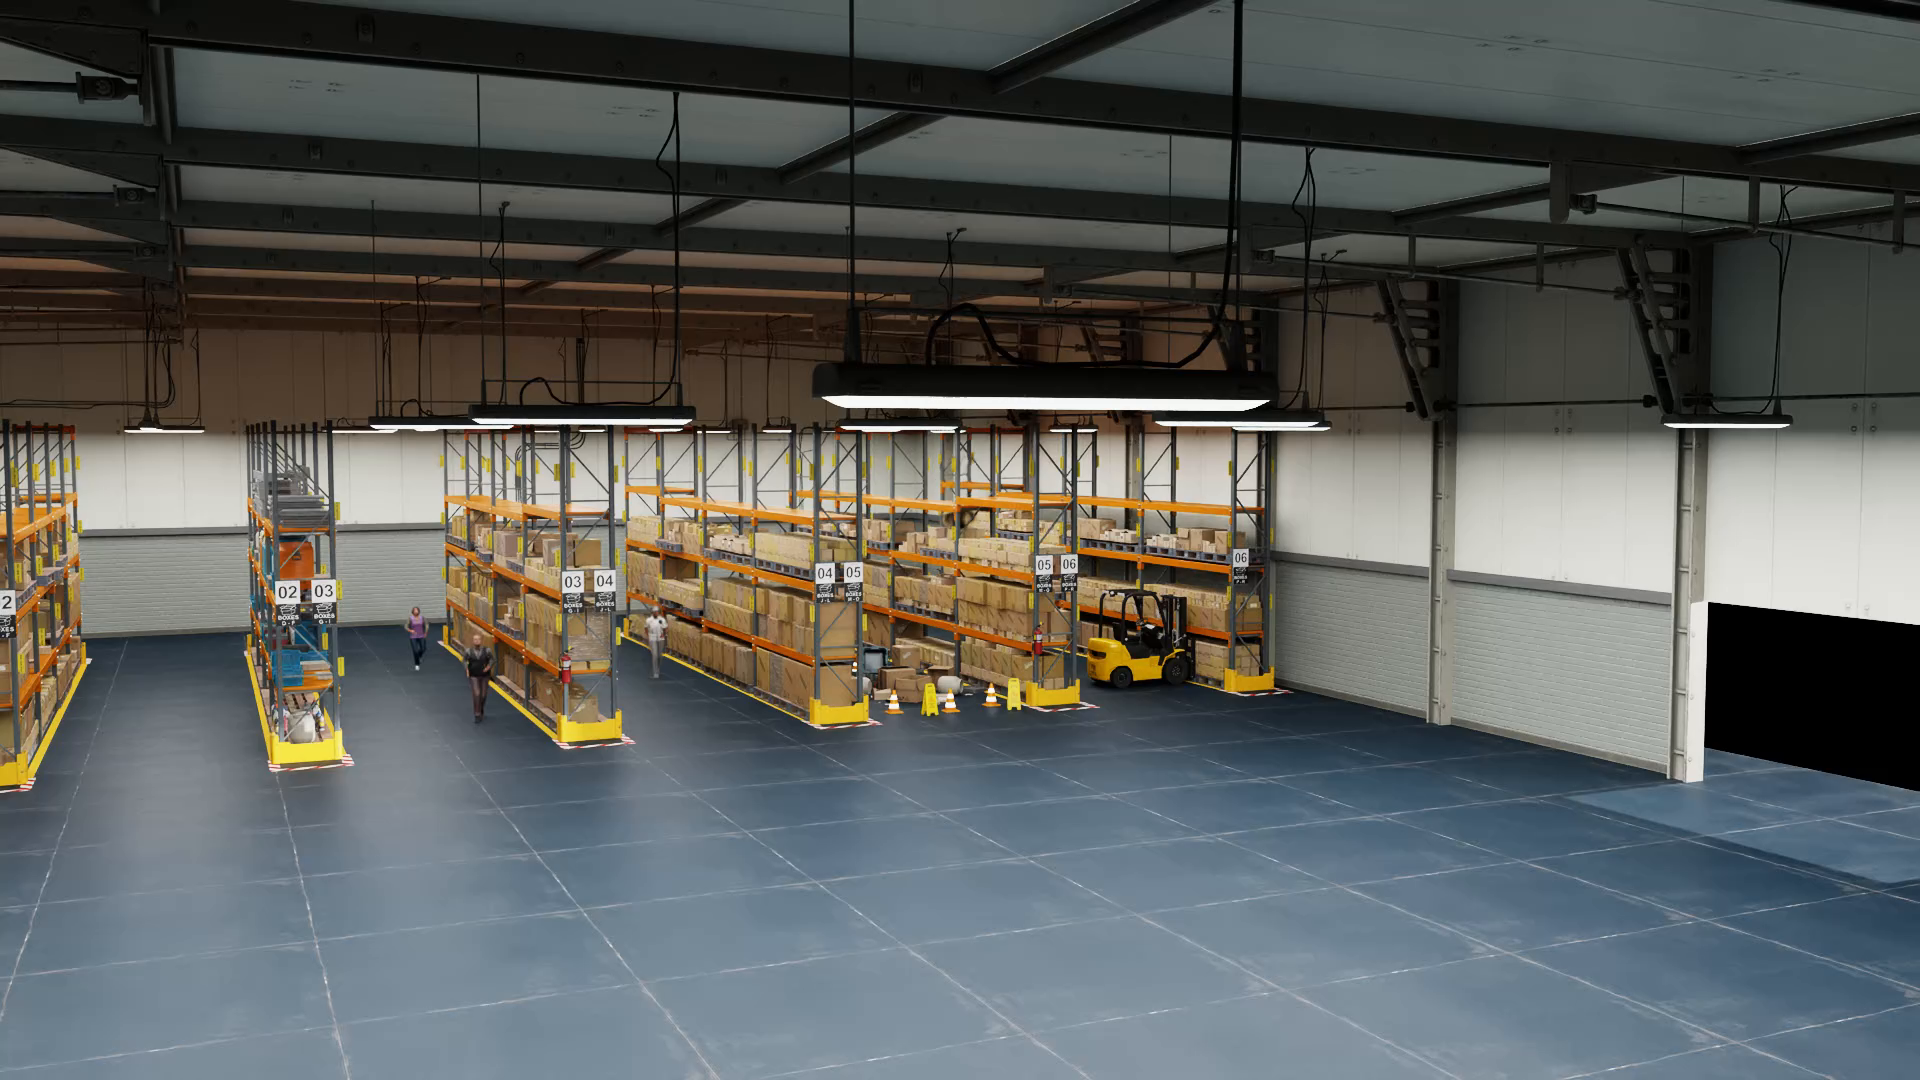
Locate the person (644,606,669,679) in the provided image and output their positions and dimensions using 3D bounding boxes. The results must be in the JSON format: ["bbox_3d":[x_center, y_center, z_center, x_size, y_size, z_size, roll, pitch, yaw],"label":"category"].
[{"bbox_3d":[-7.190,2.390,39.434,0.573,1.696,0.838,-1,4,-16],"label":"person"}]

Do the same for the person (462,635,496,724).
[{"bbox_3d":[-9.675,2.767,33.466,0.652,1.741,0.827,-1,4,-20],"label":"person"}]

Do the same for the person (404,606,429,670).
[{"bbox_3d":[-13.263,2.402,40.648,0.603,1.559,0.493,-2,4,-30],"label":"person"}]

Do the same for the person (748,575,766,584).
[{"bbox_3d":[-6.394,1.656,51.796,0.608,1.663,0.903,3,5,42],"label":"person"}]
